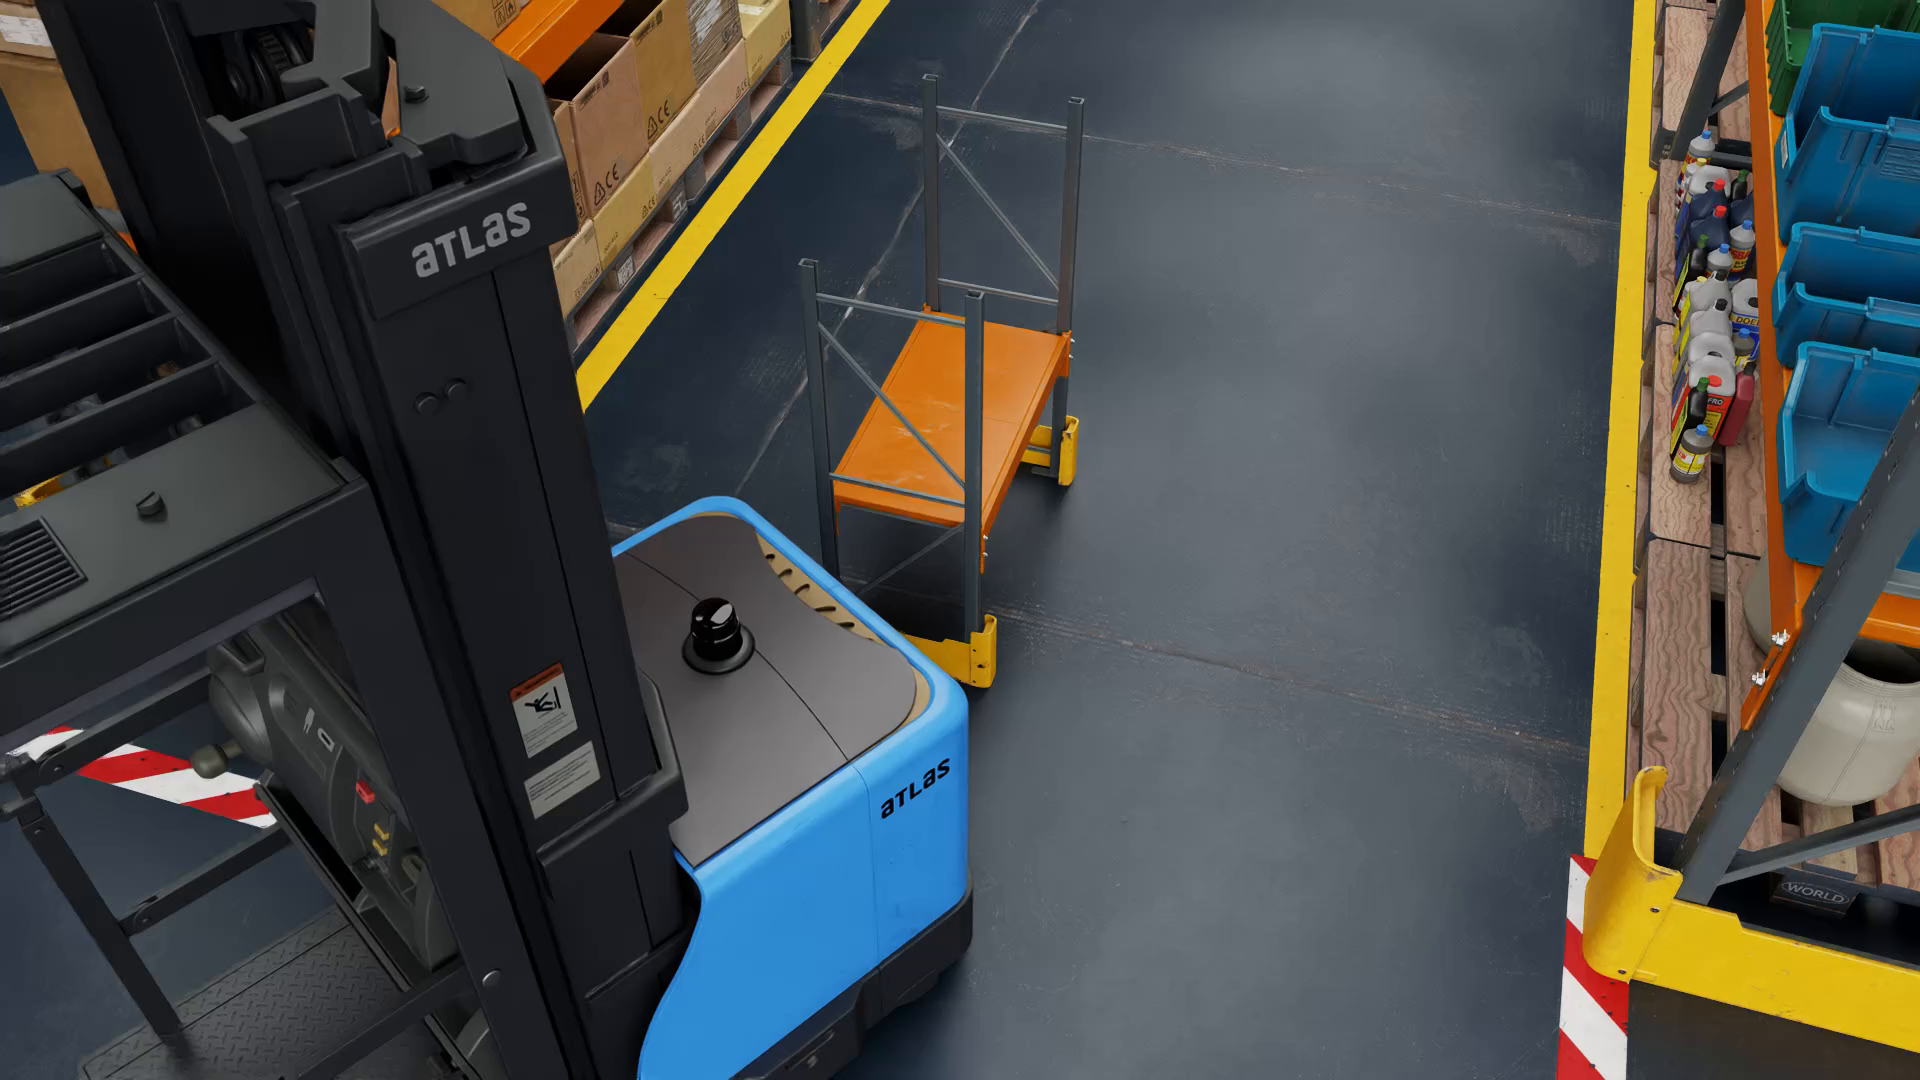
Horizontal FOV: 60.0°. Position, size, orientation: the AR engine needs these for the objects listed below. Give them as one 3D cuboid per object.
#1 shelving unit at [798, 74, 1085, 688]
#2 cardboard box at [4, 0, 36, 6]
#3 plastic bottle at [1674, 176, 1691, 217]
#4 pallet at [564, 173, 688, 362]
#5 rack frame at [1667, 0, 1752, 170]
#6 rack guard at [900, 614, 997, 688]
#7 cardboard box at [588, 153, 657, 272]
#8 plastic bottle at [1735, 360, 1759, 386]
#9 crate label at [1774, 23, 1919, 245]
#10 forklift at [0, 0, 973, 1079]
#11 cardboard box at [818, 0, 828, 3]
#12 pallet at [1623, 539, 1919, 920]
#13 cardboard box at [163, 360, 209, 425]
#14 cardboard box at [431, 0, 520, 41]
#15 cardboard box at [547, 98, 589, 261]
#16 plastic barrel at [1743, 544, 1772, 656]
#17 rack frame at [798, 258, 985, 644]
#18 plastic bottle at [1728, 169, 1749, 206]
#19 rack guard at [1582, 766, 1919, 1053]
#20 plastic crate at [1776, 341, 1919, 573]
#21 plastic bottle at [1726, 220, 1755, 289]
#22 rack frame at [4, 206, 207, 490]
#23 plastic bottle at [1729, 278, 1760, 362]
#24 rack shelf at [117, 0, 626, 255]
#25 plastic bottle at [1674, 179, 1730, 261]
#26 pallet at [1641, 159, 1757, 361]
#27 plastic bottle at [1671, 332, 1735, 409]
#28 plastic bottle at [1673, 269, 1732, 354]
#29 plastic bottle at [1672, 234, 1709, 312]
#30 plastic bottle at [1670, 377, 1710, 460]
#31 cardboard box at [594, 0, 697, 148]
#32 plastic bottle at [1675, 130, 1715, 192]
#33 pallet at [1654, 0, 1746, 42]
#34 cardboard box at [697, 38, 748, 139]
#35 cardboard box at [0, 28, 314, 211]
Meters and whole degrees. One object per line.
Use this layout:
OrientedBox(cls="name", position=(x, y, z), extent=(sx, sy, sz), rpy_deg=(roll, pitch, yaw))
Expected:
OrientedBox(cls="shelving unit", position=(-0.023, -0.485, 5.174), extent=(0.587, 1.500, 1.083), rpy_deg=(13, 46, 13))
OrientedBox(cls="cardboard box", position=(-2.219, -1.721, 4.365), extent=(0.700, 0.500, 0.500), rpy_deg=(13, 46, 13))
OrientedBox(cls="plastic bottle", position=(2.966, -1.395, 6.717), extent=(0.097, 0.201, 0.097), rpy_deg=(0, 44, 0))
OrientedBox(cls="pallet", position=(-1.826, -1.211, 6.836), extent=(1.003, 0.211, 1.213), rpy_deg=(13, 46, 13))
OrientedBox(cls="rack frame", position=(3.542, -2.493, 6.153), extent=(1.000, 3.000, 0.127), rpy_deg=(13, 46, 13))
OrientedBox(cls="rack guard", position=(-0.174, 0.293, 5.271), extent=(0.587, 0.250, 0.087), rpy_deg=(13, 46, 13))
OrientedBox(cls="cardboard box", position=(-1.559, -1.355, 6.656), extent=(0.500, 0.250, 0.500), rpy_deg=(13, 46, 13))
OrientedBox(cls="plastic bottle", position=(2.738, -0.541, 5.845), extent=(0.097, 0.201, 0.097), rpy_deg=(0, 44, 0))
OrientedBox(cls="crate label", position=(2.630, -1.123, 4.728), extent=(0.502, 0.435, 0.616), rpy_deg=(13, 46, 13))
OrientedBox(cls="forklift", position=(-1.398, 0.518, 3.125), extent=(3.031, 2.935, 1.130), rpy_deg=(-32, 53, -29))
OrientedBox(cls="cardboard box", position=(-0.819, -2.928, 8.263), extent=(0.500, 0.250, 0.500), rpy_deg=(12, 46, 12))
OrientedBox(cls="pallet", position=(2.560, 0.569, 5.018), extent=(1.003, 0.211, 1.213), rpy_deg=(13, 46, 13))
OrientedBox(cls="cardboard box", position=(-2.510, -0.734, 5.485), extent=(0.500, 0.500, 0.500), rpy_deg=(13, 46, 13))
OrientedBox(cls="cardboard box", position=(-1.925, -1.903, 5.479), extent=(0.700, 0.500, 0.500), rpy_deg=(13, 46, 13))
OrientedBox(cls="cardboard box", position=(-1.726, -1.294, 6.057), extent=(0.500, 0.500, 0.500), rpy_deg=(13, 46, 13))
OrientedBox(cls="plastic barrel", position=(2.609, 0.124, 4.958), extent=(0.421, 0.512, 0.421), rpy_deg=(0, 44, 0))
OrientedBox(cls="rack frame", position=(-0.180, -0.140, 4.821), extent=(0.500, 1.500, 0.032), rpy_deg=(13, 46, 13))
OrientedBox(cls="plastic bottle", position=(3.058, -1.316, 6.578), extent=(0.061, 0.283, 0.133), rpy_deg=(13, 46, 13))
OrientedBox(cls="rack guard", position=(2.309, 1.006, 4.364), extent=(1.175, 0.500, 0.348), rpy_deg=(13, 46, 13))
OrientedBox(cls="plastic crate", position=(2.197, -0.170, 3.886), extent=(0.499, 0.251, 0.616), rpy_deg=(13, 46, 13))
OrientedBox(cls="plastic bottle", position=(2.973, -1.103, 6.368), extent=(0.097, 0.271, 0.097), rpy_deg=(0, 44, 0))
OrientedBox(cls="rack frame", position=(-2.389, -0.878, 4.503), extent=(1.000, 3.000, 0.127), rpy_deg=(13, 46, 13))
OrientedBox(cls="plastic bottle", position=(2.865, -0.803, 6.058), extent=(0.152, 0.276, 0.135), rpy_deg=(13, 46, 13))
OrientedBox(cls="rack shelf", position=(-1.783, -1.954, 6.117), extent=(1.077, 0.370, 4.000), rpy_deg=(13, 46, 13))
OrientedBox(cls="plastic bottle", position=(2.902, -1.253, 6.465), extent=(0.144, 0.351, 0.185), rpy_deg=(14, 46, 14))
OrientedBox(cls="pallet", position=(3.299, -1.057, 6.680), extent=(1.003, 0.211, 1.213), rpy_deg=(13, 46, 13))
OrientedBox(cls="plastic bottle", position=(2.614, -0.582, 5.833), extent=(0.152, 0.276, 0.135), rpy_deg=(11, 46, 11))
OrientedBox(cls="plastic bottle", position=(2.716, -0.844, 6.047), extent=(0.144, 0.351, 0.185), rpy_deg=(12, 46, 12))
OrientedBox(cls="plastic bottle", position=(2.755, -1.002, 6.257), extent=(0.061, 0.283, 0.133), rpy_deg=(14, 46, 14))
OrientedBox(cls="plastic bottle", position=(2.487, -0.412, 5.654), extent=(0.061, 0.283, 0.133), rpy_deg=(14, 46, 13))
OrientedBox(cls="cardboard box", position=(-1.420, -1.960, 6.737), extent=(0.500, 0.500, 0.500), rpy_deg=(13, 46, 13))
OrientedBox(cls="plastic bottle", position=(3.028, -1.555, 6.831), extent=(0.097, 0.271, 0.097), rpy_deg=(0, 44, 0))
OrientedBox(cls="pallet", position=(4.111, -2.844, 8.505), extent=(1.003, 0.211, 1.213), rpy_deg=(13, 46, 13))
OrientedBox(cls="cardboard box", position=(-1.271, -2.025, 7.341), extent=(0.500, 0.250, 0.500), rpy_deg=(13, 46, 13))
OrientedBox(cls="cardboard box", position=(-2.235, -1.222, 4.783), extent=(0.700, 0.500, 0.500), rpy_deg=(13, 46, 13))
